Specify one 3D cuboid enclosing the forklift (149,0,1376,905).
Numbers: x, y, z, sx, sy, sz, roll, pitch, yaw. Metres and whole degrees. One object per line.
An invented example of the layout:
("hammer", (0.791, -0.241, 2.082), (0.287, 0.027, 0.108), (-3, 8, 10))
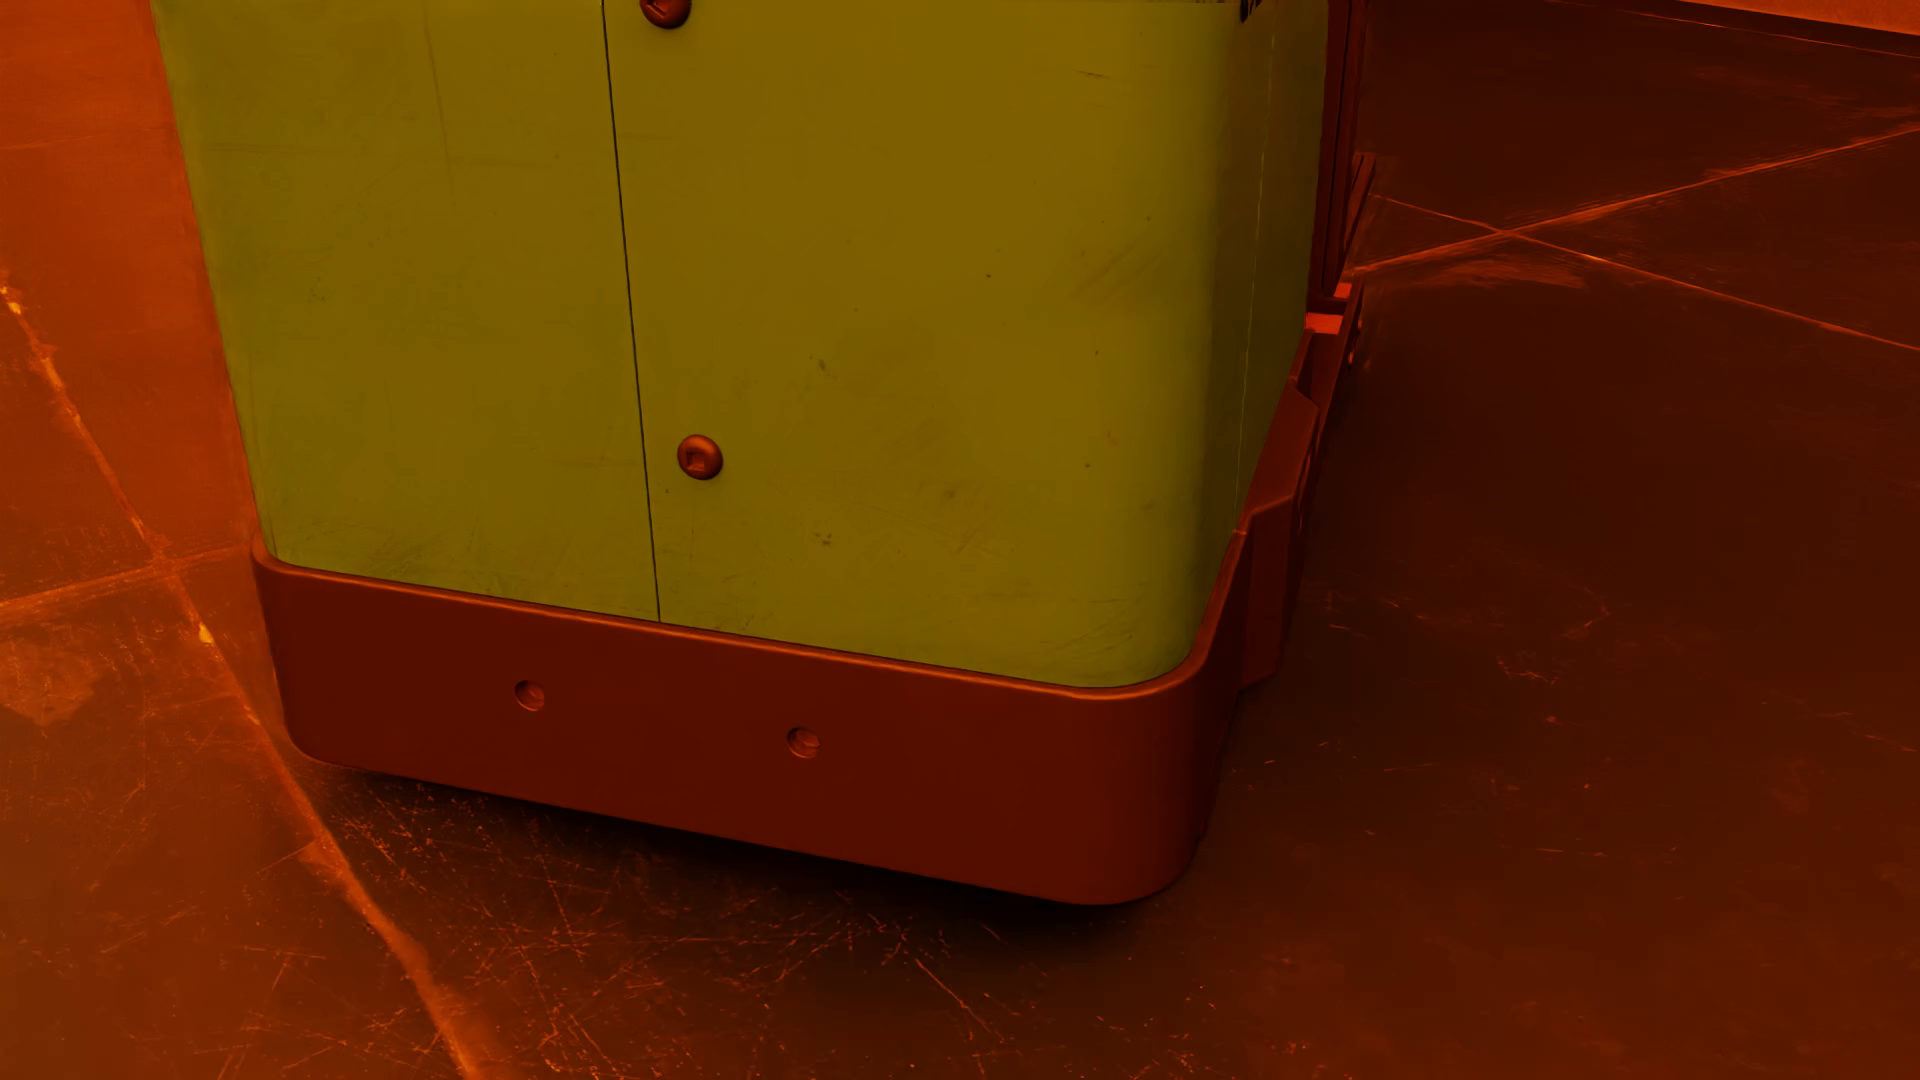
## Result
("forklift", (0.137, -1.594, 2.408), (1.130, 2.935, 3.031), (8, 28, 15))
